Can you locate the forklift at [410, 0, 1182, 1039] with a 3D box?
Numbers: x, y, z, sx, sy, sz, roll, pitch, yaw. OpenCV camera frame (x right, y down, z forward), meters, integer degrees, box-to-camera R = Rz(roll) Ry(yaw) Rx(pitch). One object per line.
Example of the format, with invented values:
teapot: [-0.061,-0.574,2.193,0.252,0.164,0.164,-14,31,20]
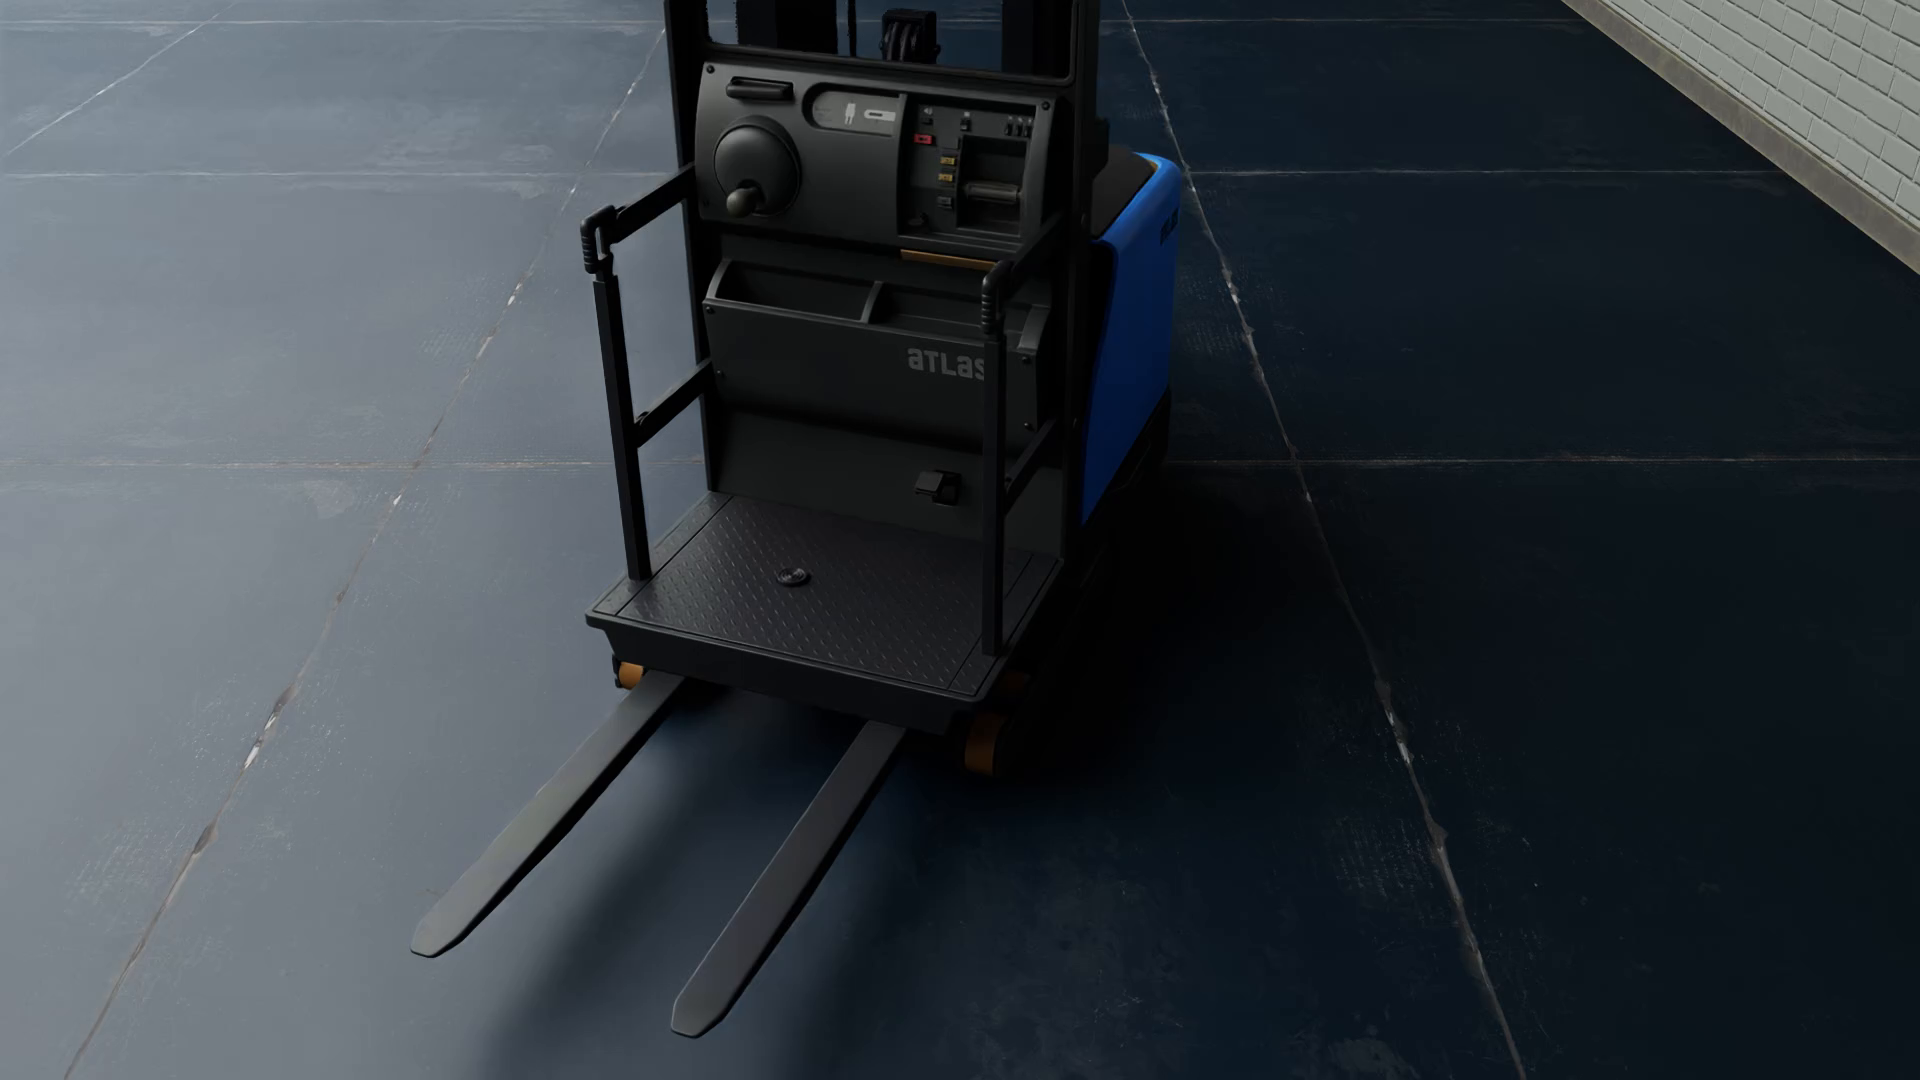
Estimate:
forklift: [-0.293,-0.892,3.895,1.130,2.935,3.031,11,33,17]
